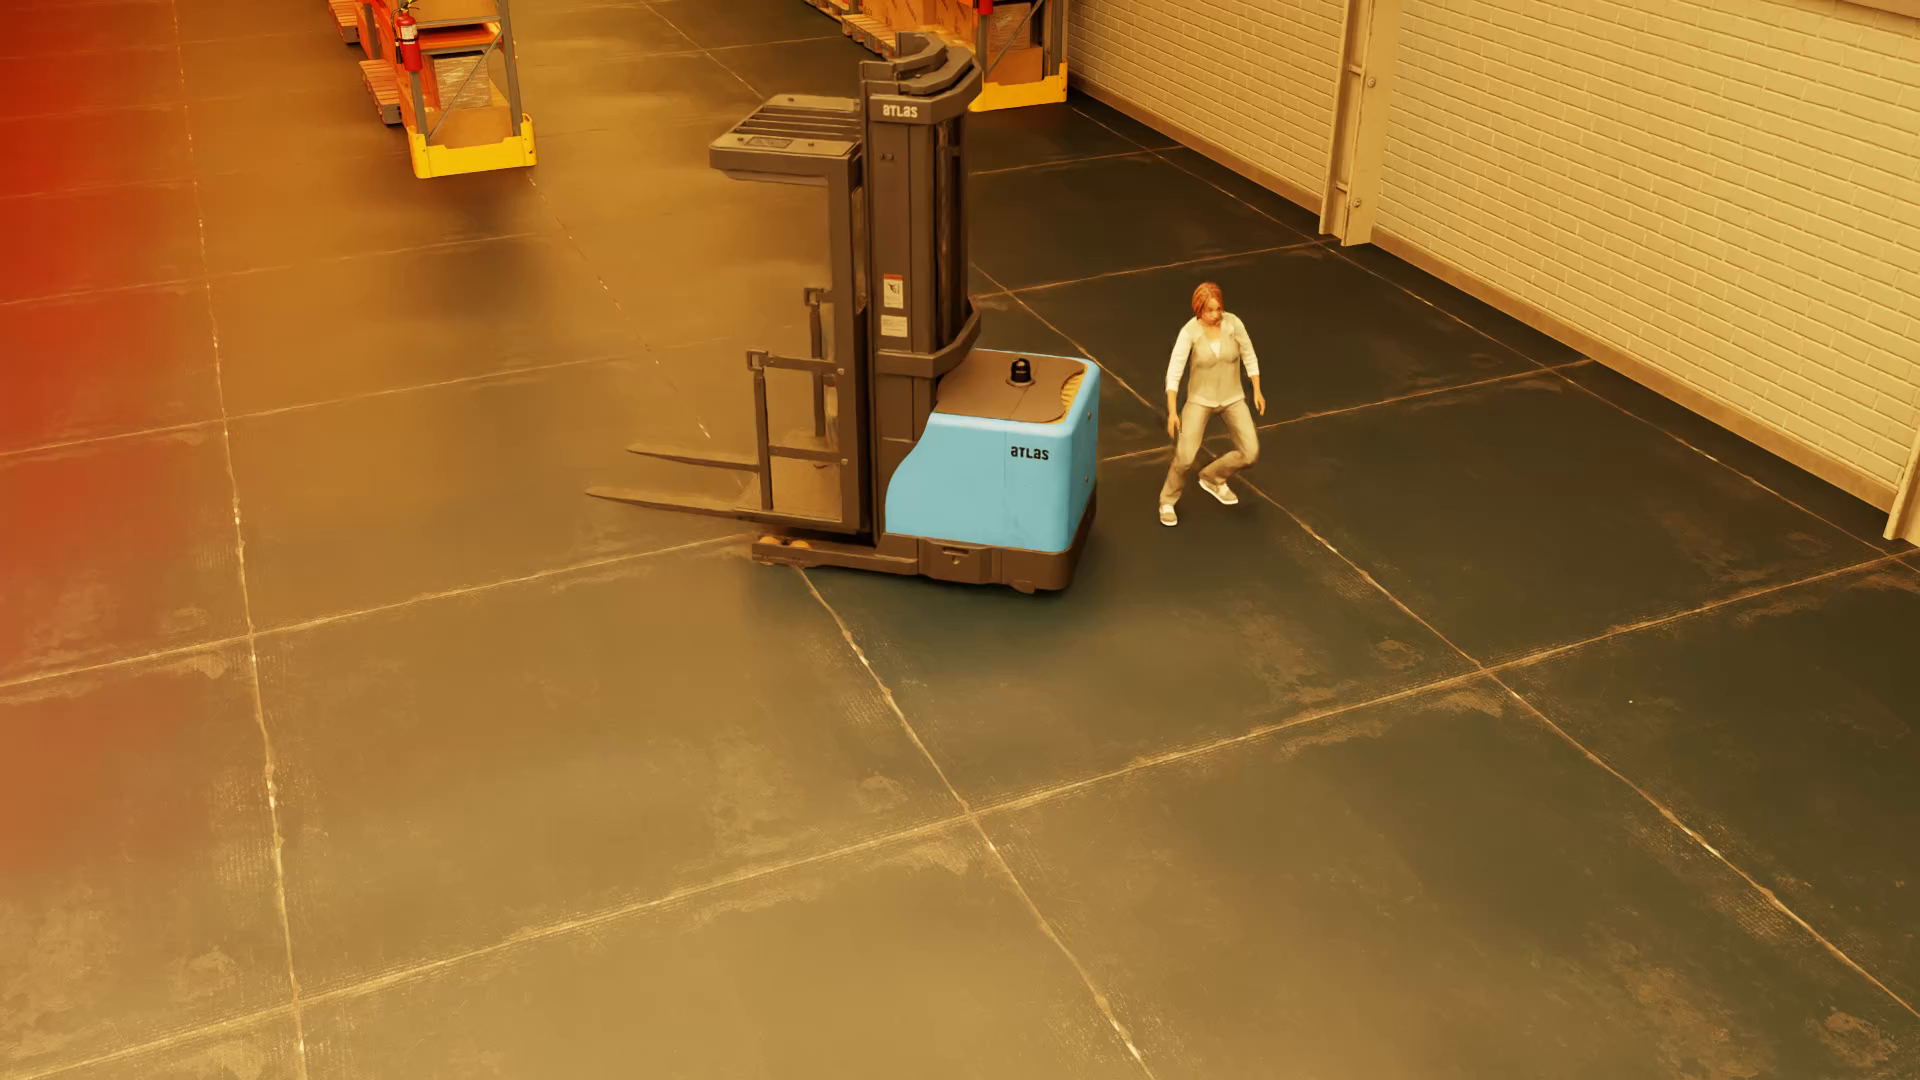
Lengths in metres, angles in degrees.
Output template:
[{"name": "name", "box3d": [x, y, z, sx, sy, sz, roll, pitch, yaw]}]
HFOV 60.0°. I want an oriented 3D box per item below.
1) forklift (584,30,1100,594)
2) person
[{"name": "forklift", "box3d": [-0.742, -1.346, 9.474, 3.031, 2.935, 1.130, 7, 31, 12]}, {"name": "person", "box3d": [1.504, -0.803, 9.946, 0.629, 1.493, 0.494, -4, 30, -6]}]
